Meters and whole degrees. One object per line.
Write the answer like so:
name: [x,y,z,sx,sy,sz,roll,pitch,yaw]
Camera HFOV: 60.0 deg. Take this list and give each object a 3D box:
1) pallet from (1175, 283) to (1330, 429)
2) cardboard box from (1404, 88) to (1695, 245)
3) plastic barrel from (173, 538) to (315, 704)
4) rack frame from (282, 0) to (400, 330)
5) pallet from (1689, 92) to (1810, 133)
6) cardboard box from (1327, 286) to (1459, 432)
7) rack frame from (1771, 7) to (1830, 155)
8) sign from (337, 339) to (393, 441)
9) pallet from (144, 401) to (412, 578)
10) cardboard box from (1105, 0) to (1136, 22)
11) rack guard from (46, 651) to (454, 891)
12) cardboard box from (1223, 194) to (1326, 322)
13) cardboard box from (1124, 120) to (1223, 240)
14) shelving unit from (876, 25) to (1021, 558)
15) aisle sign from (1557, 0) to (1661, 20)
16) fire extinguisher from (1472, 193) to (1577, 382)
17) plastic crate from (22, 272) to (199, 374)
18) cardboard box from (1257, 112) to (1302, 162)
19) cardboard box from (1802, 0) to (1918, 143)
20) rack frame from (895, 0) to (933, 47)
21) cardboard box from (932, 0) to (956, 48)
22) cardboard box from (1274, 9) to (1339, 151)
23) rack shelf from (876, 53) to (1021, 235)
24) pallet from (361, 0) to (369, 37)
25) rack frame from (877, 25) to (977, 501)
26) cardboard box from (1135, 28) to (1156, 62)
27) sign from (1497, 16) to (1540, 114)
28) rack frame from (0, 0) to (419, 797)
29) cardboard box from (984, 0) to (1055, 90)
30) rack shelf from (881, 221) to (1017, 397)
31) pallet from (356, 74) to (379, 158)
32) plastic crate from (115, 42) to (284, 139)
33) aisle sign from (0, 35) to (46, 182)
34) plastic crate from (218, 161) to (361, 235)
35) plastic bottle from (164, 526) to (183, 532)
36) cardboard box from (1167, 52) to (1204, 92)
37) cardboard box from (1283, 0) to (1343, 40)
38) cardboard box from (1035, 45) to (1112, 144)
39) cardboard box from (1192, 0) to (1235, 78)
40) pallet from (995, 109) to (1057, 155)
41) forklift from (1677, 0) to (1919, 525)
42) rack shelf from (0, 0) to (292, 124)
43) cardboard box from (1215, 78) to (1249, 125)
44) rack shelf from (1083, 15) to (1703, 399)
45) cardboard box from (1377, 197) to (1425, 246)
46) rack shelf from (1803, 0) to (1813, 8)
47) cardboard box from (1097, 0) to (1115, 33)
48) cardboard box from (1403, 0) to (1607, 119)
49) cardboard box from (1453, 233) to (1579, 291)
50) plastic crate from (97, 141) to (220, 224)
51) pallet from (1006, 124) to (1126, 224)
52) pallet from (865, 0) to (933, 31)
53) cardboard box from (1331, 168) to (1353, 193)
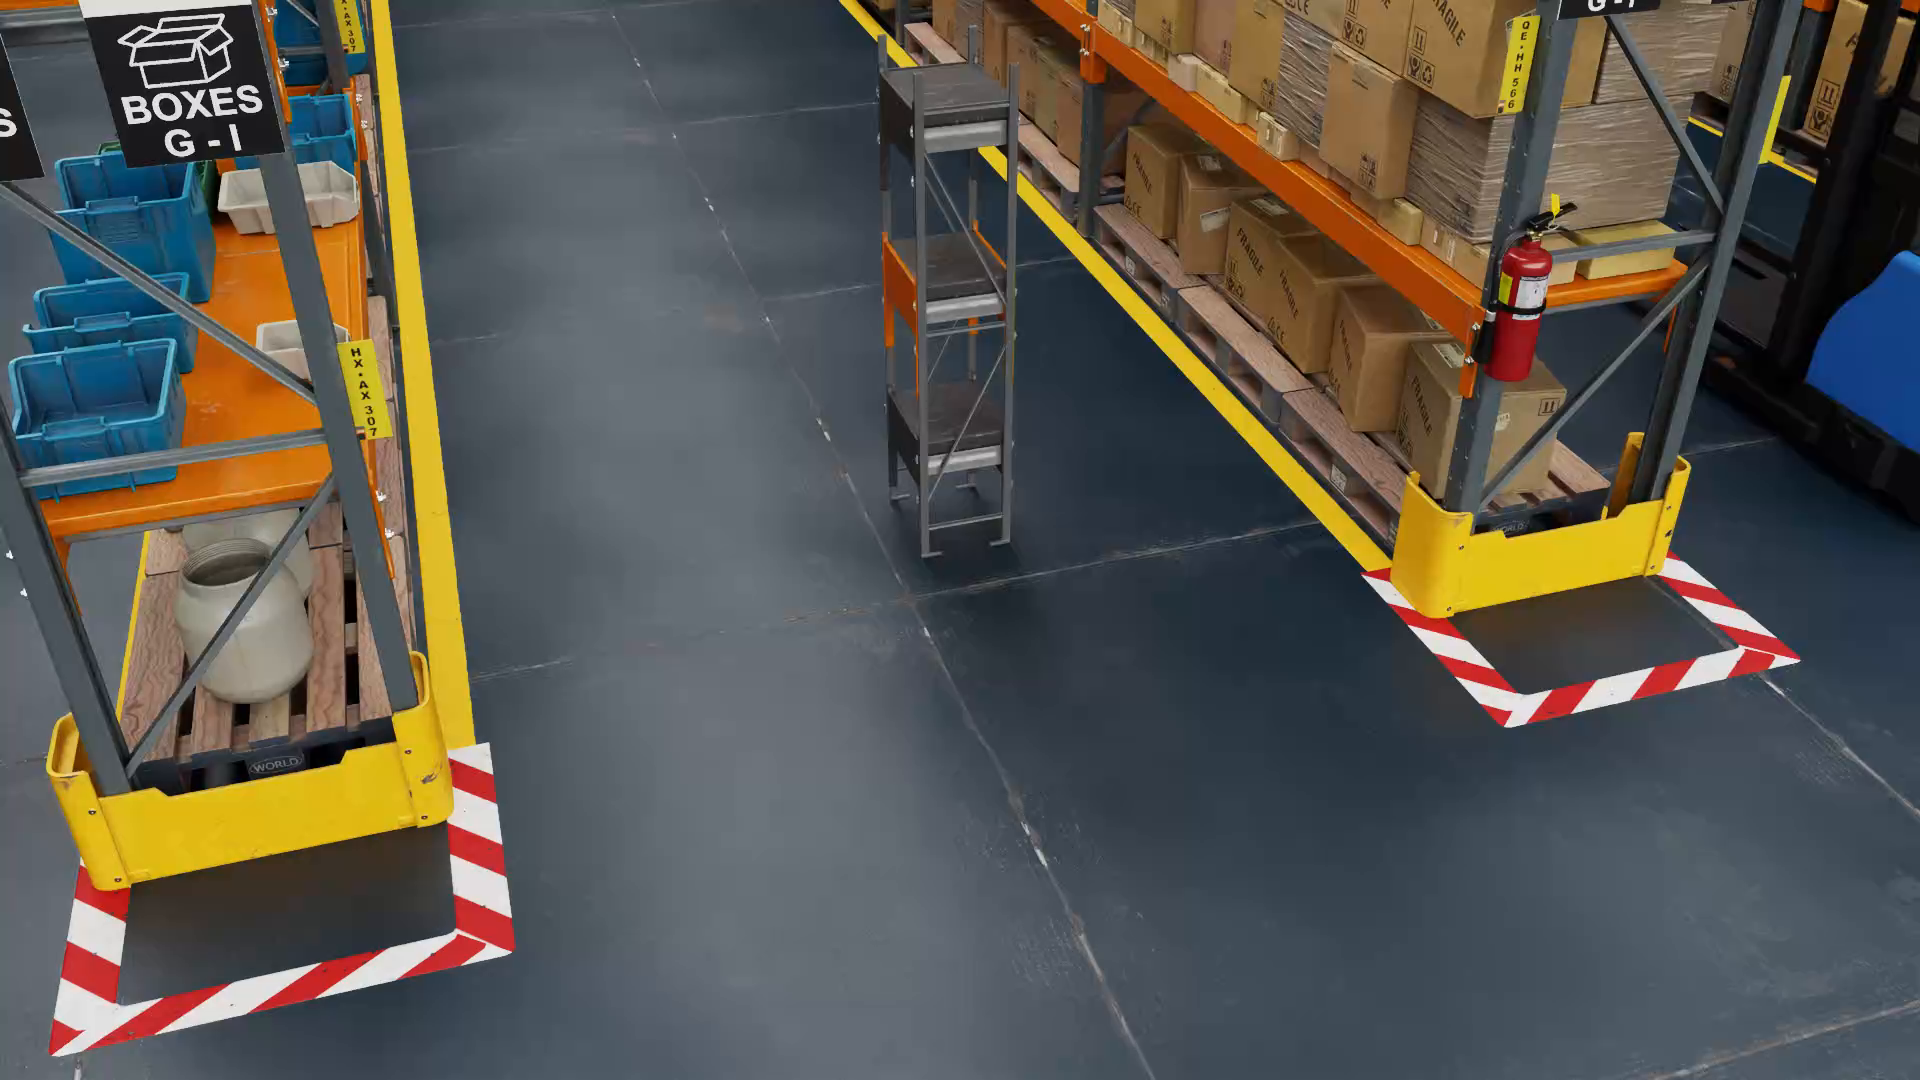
pallet: [1.815,-1.020,8.602,1.003,0.211,1.213,-10,35,-15]
cardboard box: [2.279,-1.531,6.485,0.875,0.500,0.500,-10,35,-15]
plastic barrel: [-2.569,0.291,5.964,0.421,0.512,0.421,0,33,0]
rack frame: [-3.516,-2.339,8.069,1.000,3.000,0.127,-10,35,-15]
pallet: [5.648,-3.182,11.874,1.003,0.211,1.213,-10,35,-15]
cardboard box: [2.032,-0.843,7.691,0.500,0.500,0.500,-1,33,-2]
rack frame: [5.955,-3.953,10.511,1.000,3.000,0.127,-10,35,-15]
sign: [-1.771,-0.444,4.951,0.100,0.325,0.005,-10,35,-15]
pallet: [-2.975,-0.174,7.322,1.003,0.211,1.213,-10,35,-15]
cardboard box: [1.279,-3.091,8.846,0.875,0.500,0.500,-10,35,-15]
rack guard: [-2.364,0.772,5.628,1.175,0.500,0.348,-10,35,-15]
cardboard box: [1.731,-1.475,8.648,0.500,0.500,0.500,-13,36,-19]
cardboard box: [1.285,-2.087,9.574,0.500,0.500,0.500,-11,35,-16]
shelving unit: [-0.050,-0.963,6.803,0.431,2.100,0.503,-10,35,-15]
aisle sign: [2.154,-2.073,5.309,0.394,0.787,0.004,-10,35,-15]
fire extinguisher: [2.017,-0.902,5.964,0.296,0.674,0.183,-10,35,-15]
plastic crate: [-2.926,-0.731,5.770,0.499,0.251,0.408,-10,35,-15]
cardboard box: [1.580,-1.852,7.559,0.380,0.149,0.250,-10,35,-15]
cardboard box: [6.081,-2.900,10.464,0.875,0.875,0.875,-9,35,-14]
rack frame: [-0.019,-5.272,12.507,1.000,3.000,0.127,-10,35,-15]
cardboard box: [0.204,-4.064,12.548,0.700,0.500,0.500,-12,35,-17]
cardboard box: [1.901,-2.043,7.260,0.875,0.500,0.500,-10,35,-15]
rack shelf: [-0.050,-1.536,6.424,0.431,0.518,0.480,-10,35,-15]
pallet: [-5.385,-4.322,13.599,1.003,0.211,1.213,-10,35,-15]
rack frame: [-0.125,-1.091,6.997,0.400,2.100,0.015,-10,35,-15]
cardboard box: [1.147,-2.643,8.757,0.380,0.149,0.250,-10,35,-15]
sign: [1.886,-1.604,5.619,0.100,0.325,0.005,-10,35,-15]
rack frame: [-2.296,-0.239,4.890,1.000,3.000,0.127,-10,35,-15]
cardboard box: [0.565,-3.479,11.662,0.700,0.500,0.500,-7,34,-11]
rack shelf: [-0.050,-0.952,6.810,0.431,0.518,0.480,-10,35,-15]
pallet: [-4.537,-2.862,11.390,1.003,0.211,1.213,-10,35,-15]
plastic crate: [-3.477,-2.017,7.637,0.767,0.338,0.504,-10,35,-15]
aisle sign: [-2.557,-1.236,4.041,0.394,0.787,0.004,-10,35,-15]
plastic crate: [-2.779,-1.419,6.916,0.530,0.136,0.437,-10,35,-15]
plastic bottle: [-3.274,-0.145,6.888,0.097,0.201,0.097,0,33,0]
cardboard box: [1.269,-2.376,8.352,0.380,0.149,0.250,-10,35,-15]
cardboard box: [1.710,-2.426,6.934,0.500,0.500,0.500,-10,35,-15]
cardboard box: [0.907,-2.892,10.774,0.700,0.500,0.500,-10,35,-15]
cardboard box: [1.647,-2.577,8.068,0.875,0.500,0.500,-10,35,-15]
pallet: [0.586,-3.059,11.687,1.003,0.211,1.213,-10,35,-15]
forklift: [4.331,-2.035,7.671,1.130,2.935,3.031,-10,35,-14]
rack shelf: [-2.906,-2.240,5.851,1.077,0.370,4.000,-10,35,-15]
cardboard box: [1.450,-2.118,7.963,0.380,0.149,0.250,-10,35,-15]
rack shelf: [1.811,-1.822,7.938,1.077,0.370,4.000,-10,35,-15]
cardboard box: [1.937,-1.336,6.778,0.380,0.149,0.250,-10,35,-15]
rack shelf: [5.345,-4.703,12.299,1.077,0.370,4.000,-10,35,-15]
cardboard box: [0.980,-2.904,9.151,0.380,0.149,0.250,-10,35,-15]
cardboard box: [2.018,-1.902,6.140,0.500,0.500,0.500,-10,35,-15]
cardboard box: [2.138,-1.082,6.394,0.380,0.149,0.250,-10,35,-15]
plastic crate: [-3.371,-1.490,6.977,0.450,0.188,0.662,-10,35,-15]
pallet: [0.962,-2.417,10.716,1.003,0.211,1.213,-10,35,-15]
pallet: [-0.188,-4.535,13.922,1.003,0.211,1.213,-10,35,-15]
cardboard box: [1.838,-1.608,7.190,0.380,0.149,0.250,-10,35,-15]
